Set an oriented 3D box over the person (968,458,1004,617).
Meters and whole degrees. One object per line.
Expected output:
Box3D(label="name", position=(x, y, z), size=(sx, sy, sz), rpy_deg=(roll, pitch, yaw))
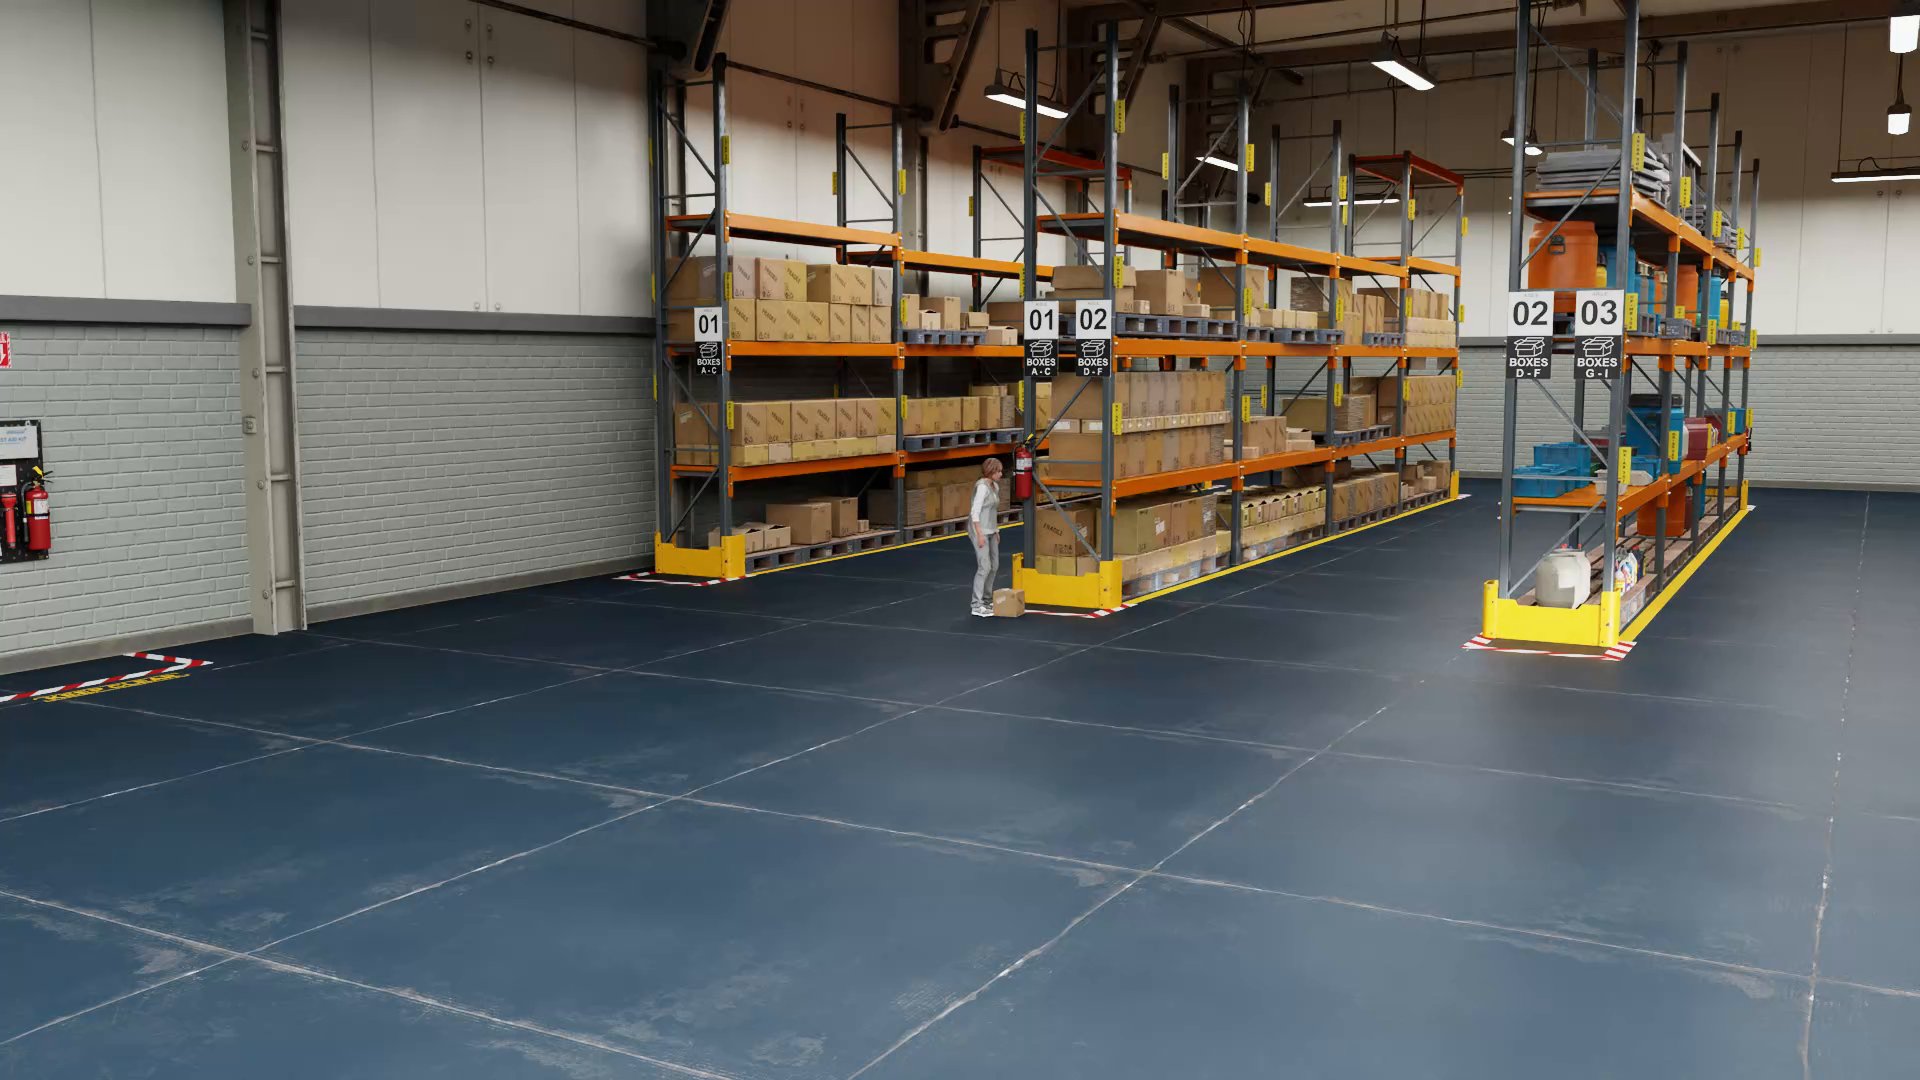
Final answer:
Box3D(label="person", position=(0.265, -0.038, 16.926), size=(0.347, 1.591, 0.461), rpy_deg=(3, 7, 25))
